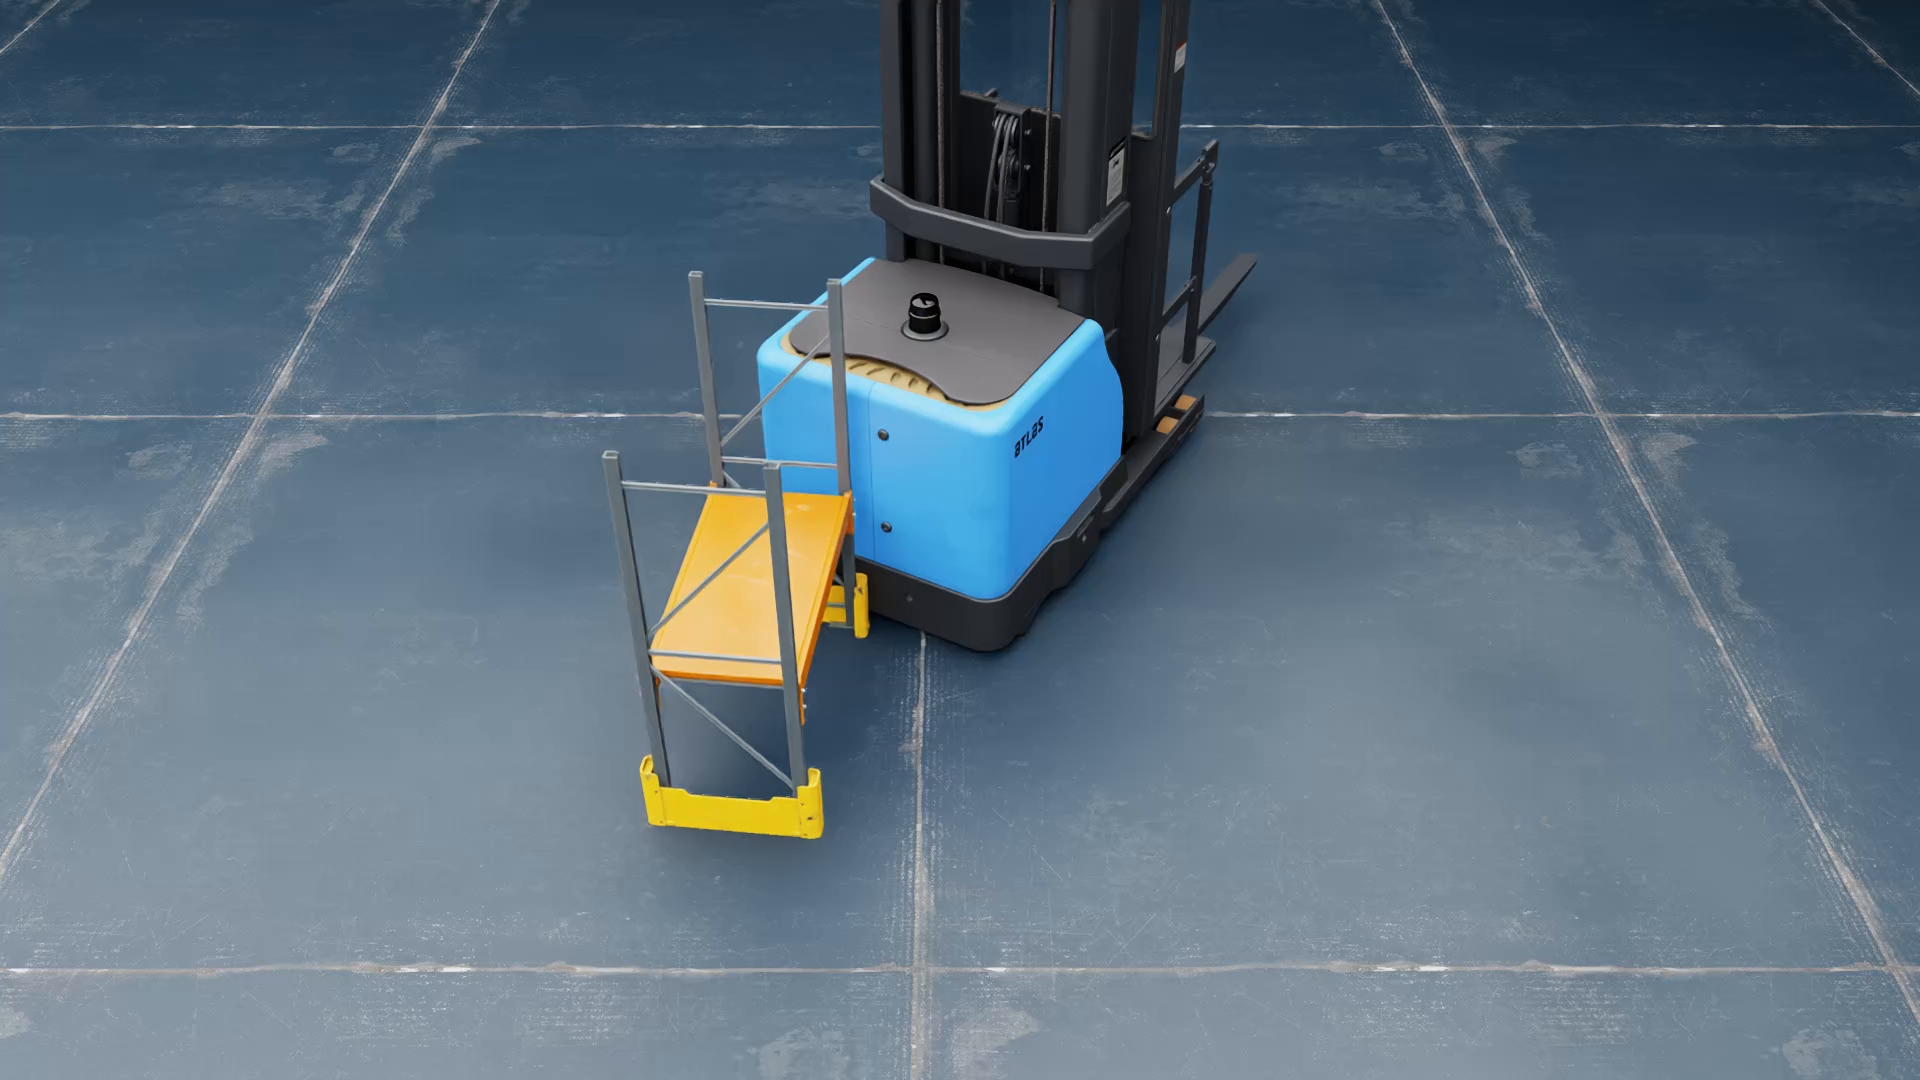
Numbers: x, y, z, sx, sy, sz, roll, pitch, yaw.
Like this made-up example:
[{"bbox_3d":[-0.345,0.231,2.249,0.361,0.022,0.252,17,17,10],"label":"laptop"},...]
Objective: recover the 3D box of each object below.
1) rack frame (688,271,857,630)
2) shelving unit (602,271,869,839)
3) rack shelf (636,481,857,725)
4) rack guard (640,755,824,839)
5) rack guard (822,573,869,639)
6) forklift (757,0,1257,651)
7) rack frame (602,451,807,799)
[{"bbox_3d":[-0.637,-0.270,5.887,0.500,1.500,0.032,4,39,5],"label":"rack frame"},{"bbox_3d":[-0.694,0.052,5.486,0.587,1.500,1.083,4,39,5],"label":"shelving unit"},{"bbox_3d":[-0.693,0.187,5.605,0.538,0.185,1.000,4,39,5],"label":"rack shelf"},{"bbox_3d":[-0.749,0.849,5.490,0.587,0.250,0.087,4,39,5],"label":"rack guard"},{"bbox_3d":[-0.639,0.230,6.263,0.587,0.250,0.087,4,39,5],"label":"rack guard"},{"bbox_3d":[0.421,-1.639,6.452,1.130,2.935,3.031,19,43,22],"label":"forklift"},{"bbox_3d":[-0.749,0.362,5.099,0.500,1.500,0.032,4,39,5],"label":"rack frame"}]
